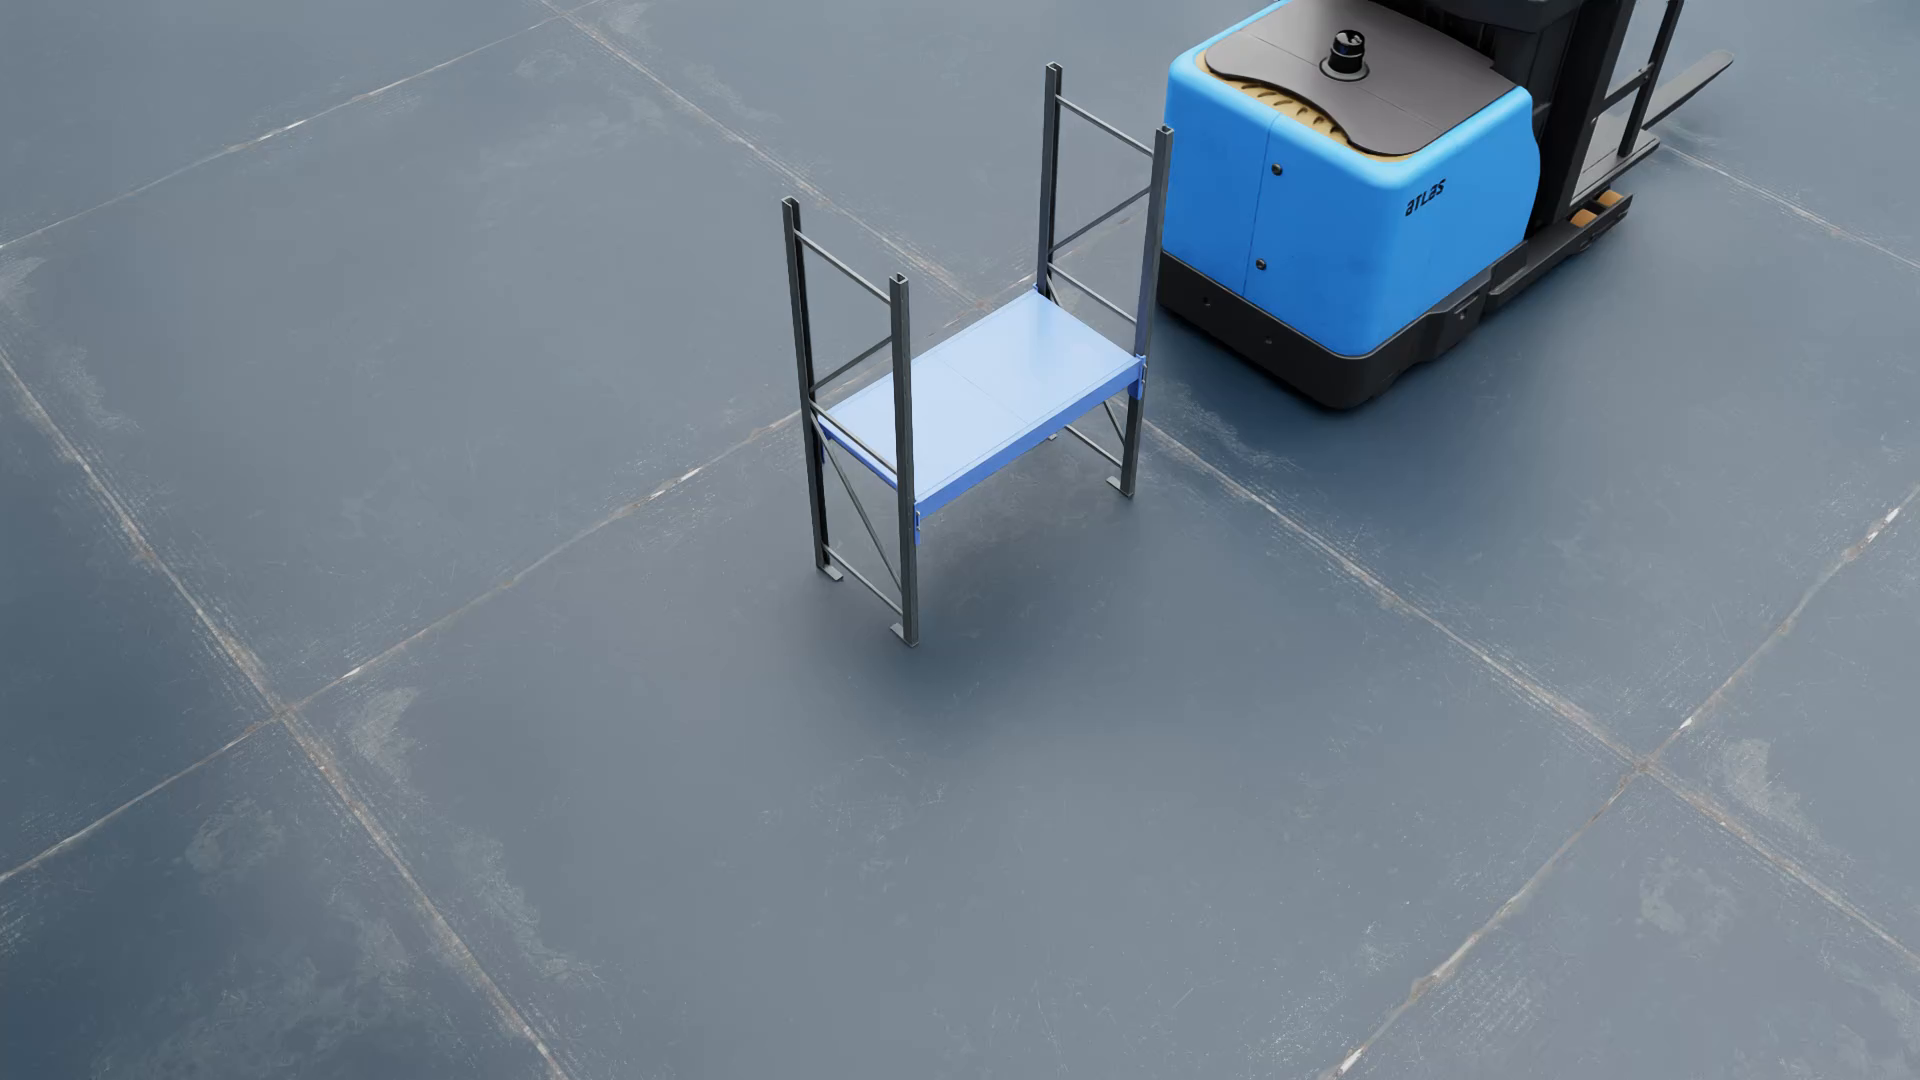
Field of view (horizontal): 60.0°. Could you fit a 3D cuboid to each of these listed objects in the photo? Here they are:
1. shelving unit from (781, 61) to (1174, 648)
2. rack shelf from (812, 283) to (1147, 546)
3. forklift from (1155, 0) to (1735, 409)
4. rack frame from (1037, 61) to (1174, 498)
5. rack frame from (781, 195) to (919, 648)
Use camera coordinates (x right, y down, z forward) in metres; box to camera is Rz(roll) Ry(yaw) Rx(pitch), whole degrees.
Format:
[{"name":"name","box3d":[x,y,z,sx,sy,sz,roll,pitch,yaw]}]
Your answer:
[{"name":"shelving unit","box3d":[0.063,-0.551,5.238,1.048,1.500,0.538,-34,56,-27]},{"name":"rack shelf","box3d":[0.063,-0.429,5.370,1.000,0.185,0.538,-34,56,-27]},{"name":"forklift","box3d":[2.143,-2.436,6.003,3.031,2.935,1.130,-35,56,-28]},{"name":"rack frame","box3d":[0.439,-0.802,5.470,0.032,1.500,0.500,-34,56,-27]},{"name":"rack frame","box3d":[-0.313,-0.299,5.006,0.032,1.500,0.500,-34,56,-27]}]
